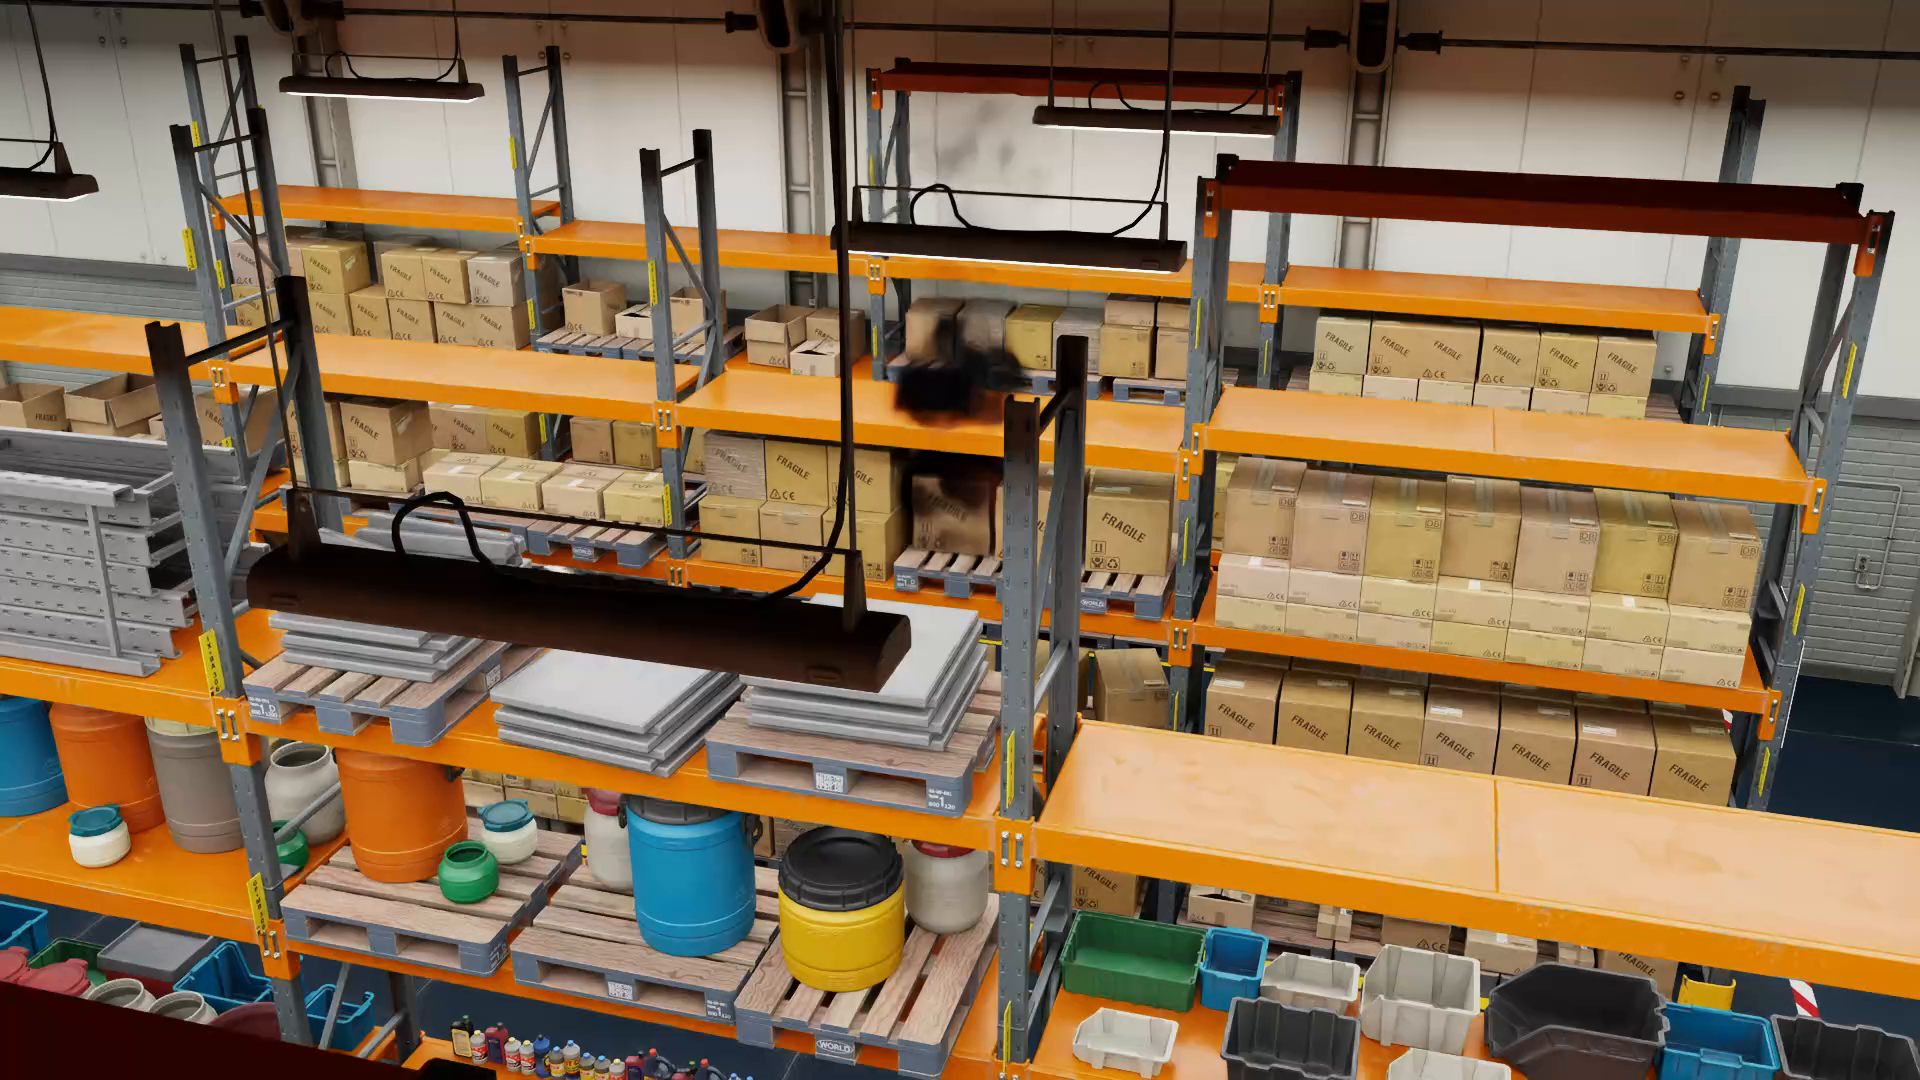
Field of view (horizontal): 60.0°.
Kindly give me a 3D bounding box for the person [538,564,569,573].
[{"bbox_3d":[-4.129,0.688,16.968,0.643,1.648,0.553,3,23,7],"label":"person"}]
